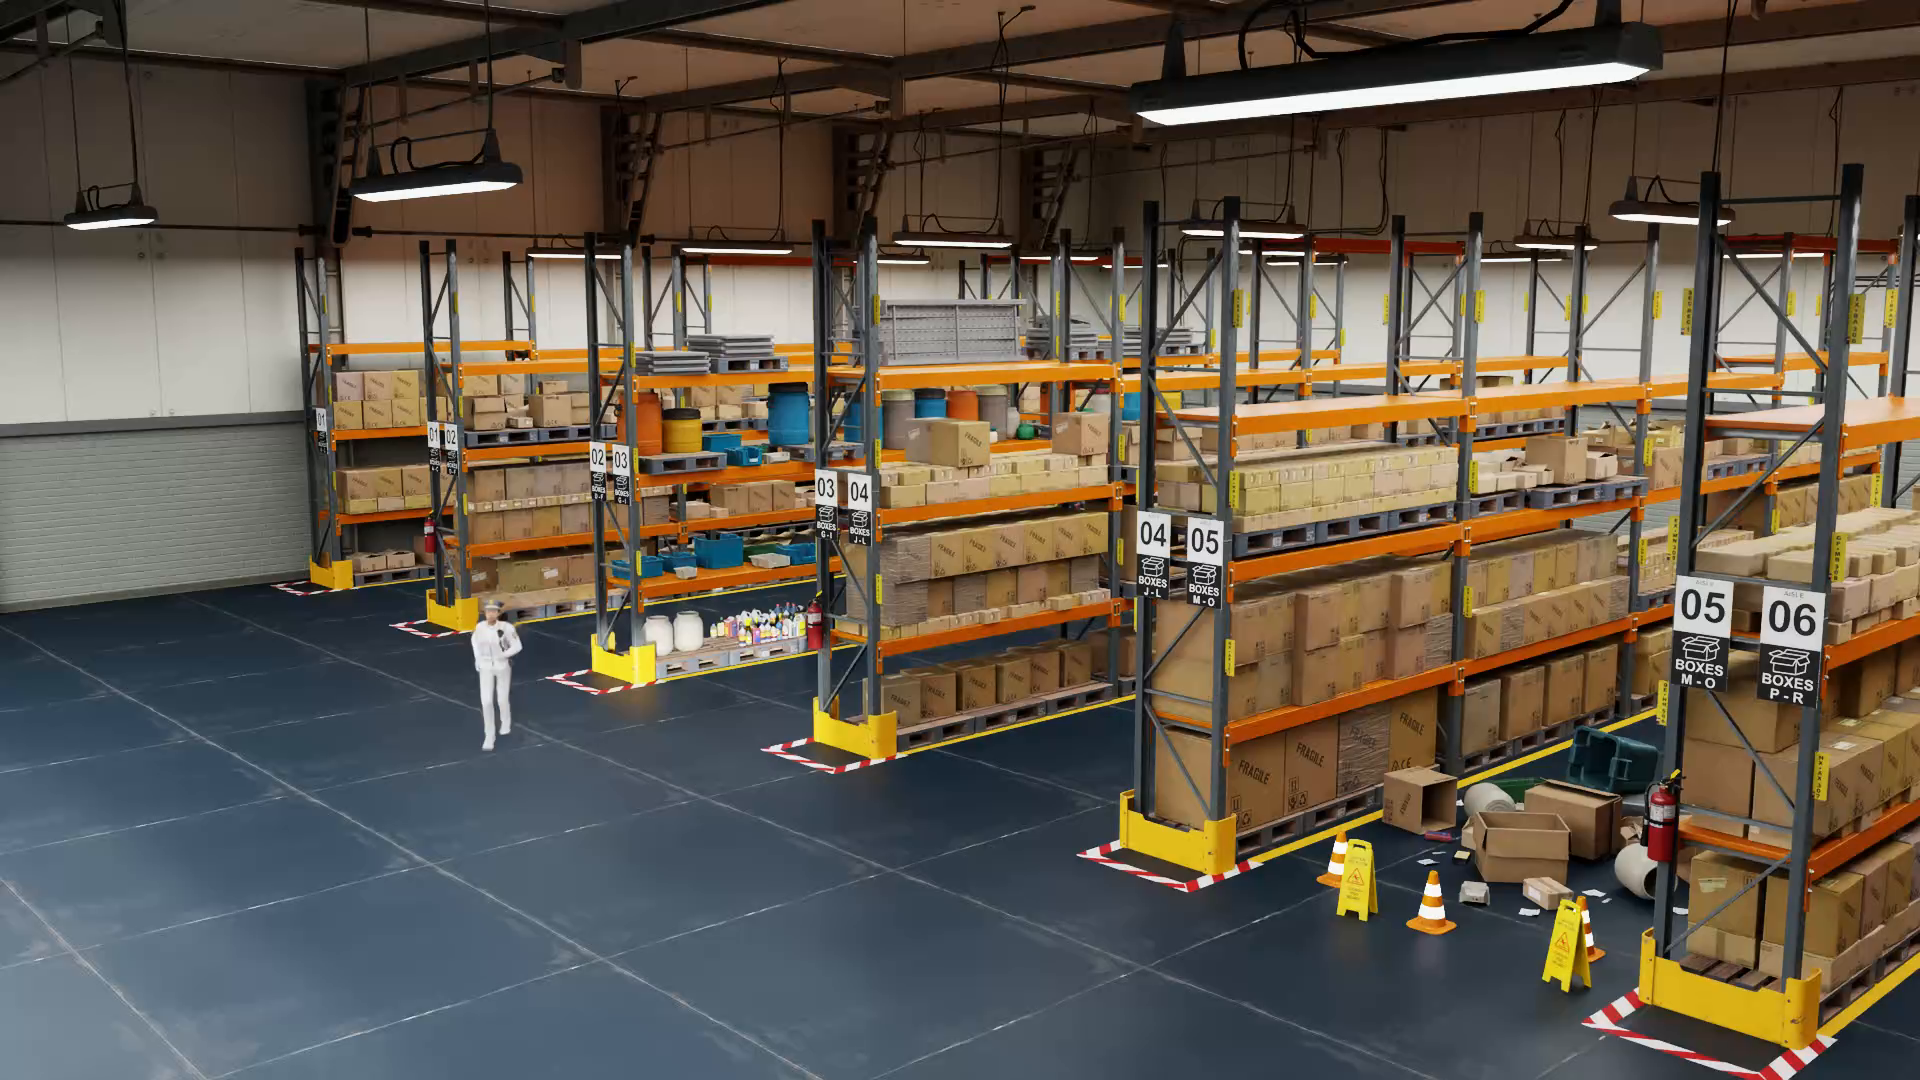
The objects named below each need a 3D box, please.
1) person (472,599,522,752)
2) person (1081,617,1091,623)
[{"bbox_3d":[-5.367,1.516,19.277,0.606,1.731,0.799,-1,8,-6],"label":"person"},{"bbox_3d":[2.102,0.304,25.322,0.657,1.886,0.709,6,11,37],"label":"person"}]
